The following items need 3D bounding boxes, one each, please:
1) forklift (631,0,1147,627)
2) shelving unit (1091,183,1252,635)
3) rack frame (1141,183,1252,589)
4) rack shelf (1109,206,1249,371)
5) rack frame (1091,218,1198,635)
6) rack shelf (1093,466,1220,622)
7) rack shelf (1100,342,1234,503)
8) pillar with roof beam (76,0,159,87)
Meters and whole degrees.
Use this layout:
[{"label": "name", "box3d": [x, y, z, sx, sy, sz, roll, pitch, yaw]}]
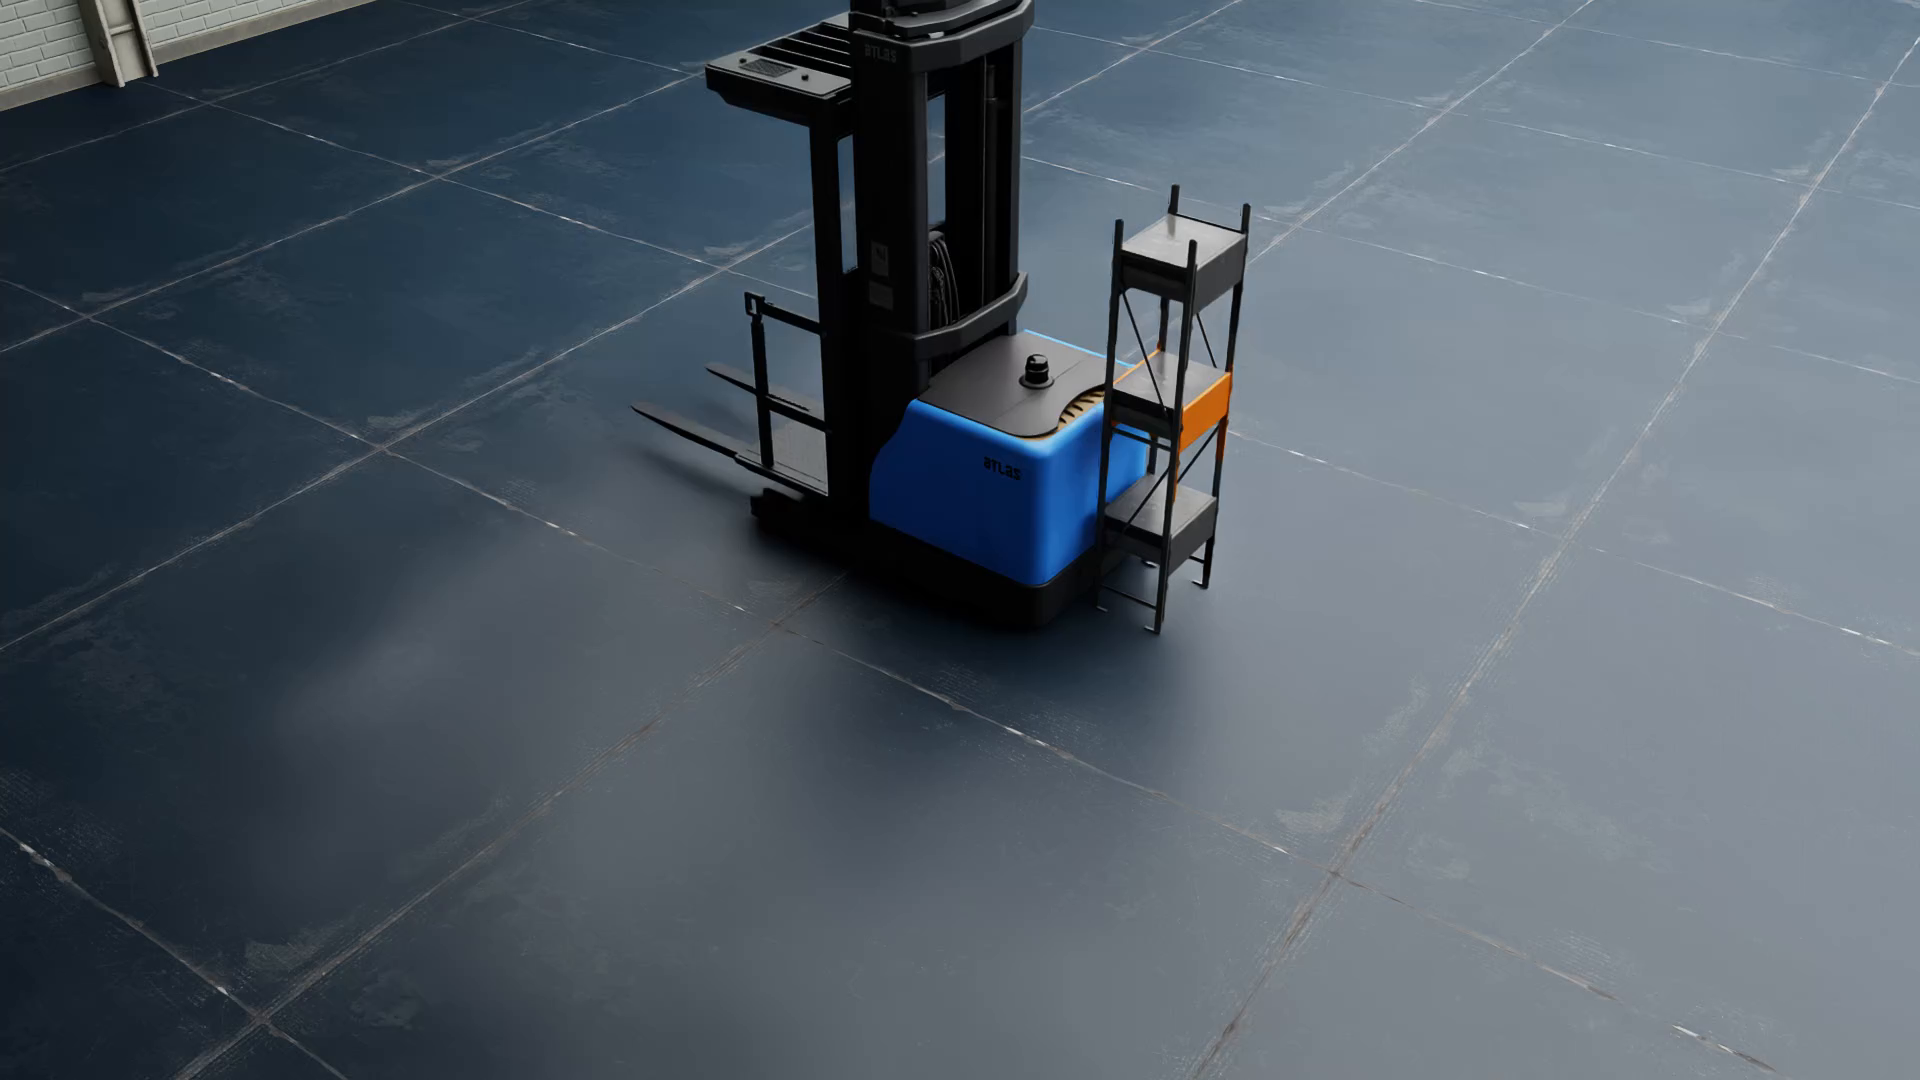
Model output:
[{"label": "forklift", "box3d": [-0.516, -1.450, 8.453, 3.031, 2.935, 1.130, 23, 40, 30]}, {"label": "shelving unit", "box3d": [0.980, -0.576, 7.900, 0.431, 2.100, 0.503, 22, 40, 29]}, {"label": "rack frame", "box3d": [1.123, -0.687, 8.064, 0.400, 2.100, 0.015, 22, 40, 29]}, {"label": "rack shelf", "box3d": [0.984, -1.143, 7.513, 0.431, 0.518, 0.480, 22, 40, 29]}, {"label": "rack frame", "box3d": [0.837, -0.466, 7.736, 0.400, 2.100, 0.015, 22, 40, 29]}, {"label": "rack shelf", "box3d": [0.975, 0.013, 8.303, 0.431, 0.518, 0.480, 22, 40, 29]}, {"label": "rack shelf", "box3d": [0.980, -0.565, 7.908, 0.431, 0.518, 0.480, 22, 40, 29]}, {"label": "pillar with roof beam", "box3d": [-4.029, -6.561, 10.595, 9.100, 9.000, 0.400, 21, 39, 28]}]
